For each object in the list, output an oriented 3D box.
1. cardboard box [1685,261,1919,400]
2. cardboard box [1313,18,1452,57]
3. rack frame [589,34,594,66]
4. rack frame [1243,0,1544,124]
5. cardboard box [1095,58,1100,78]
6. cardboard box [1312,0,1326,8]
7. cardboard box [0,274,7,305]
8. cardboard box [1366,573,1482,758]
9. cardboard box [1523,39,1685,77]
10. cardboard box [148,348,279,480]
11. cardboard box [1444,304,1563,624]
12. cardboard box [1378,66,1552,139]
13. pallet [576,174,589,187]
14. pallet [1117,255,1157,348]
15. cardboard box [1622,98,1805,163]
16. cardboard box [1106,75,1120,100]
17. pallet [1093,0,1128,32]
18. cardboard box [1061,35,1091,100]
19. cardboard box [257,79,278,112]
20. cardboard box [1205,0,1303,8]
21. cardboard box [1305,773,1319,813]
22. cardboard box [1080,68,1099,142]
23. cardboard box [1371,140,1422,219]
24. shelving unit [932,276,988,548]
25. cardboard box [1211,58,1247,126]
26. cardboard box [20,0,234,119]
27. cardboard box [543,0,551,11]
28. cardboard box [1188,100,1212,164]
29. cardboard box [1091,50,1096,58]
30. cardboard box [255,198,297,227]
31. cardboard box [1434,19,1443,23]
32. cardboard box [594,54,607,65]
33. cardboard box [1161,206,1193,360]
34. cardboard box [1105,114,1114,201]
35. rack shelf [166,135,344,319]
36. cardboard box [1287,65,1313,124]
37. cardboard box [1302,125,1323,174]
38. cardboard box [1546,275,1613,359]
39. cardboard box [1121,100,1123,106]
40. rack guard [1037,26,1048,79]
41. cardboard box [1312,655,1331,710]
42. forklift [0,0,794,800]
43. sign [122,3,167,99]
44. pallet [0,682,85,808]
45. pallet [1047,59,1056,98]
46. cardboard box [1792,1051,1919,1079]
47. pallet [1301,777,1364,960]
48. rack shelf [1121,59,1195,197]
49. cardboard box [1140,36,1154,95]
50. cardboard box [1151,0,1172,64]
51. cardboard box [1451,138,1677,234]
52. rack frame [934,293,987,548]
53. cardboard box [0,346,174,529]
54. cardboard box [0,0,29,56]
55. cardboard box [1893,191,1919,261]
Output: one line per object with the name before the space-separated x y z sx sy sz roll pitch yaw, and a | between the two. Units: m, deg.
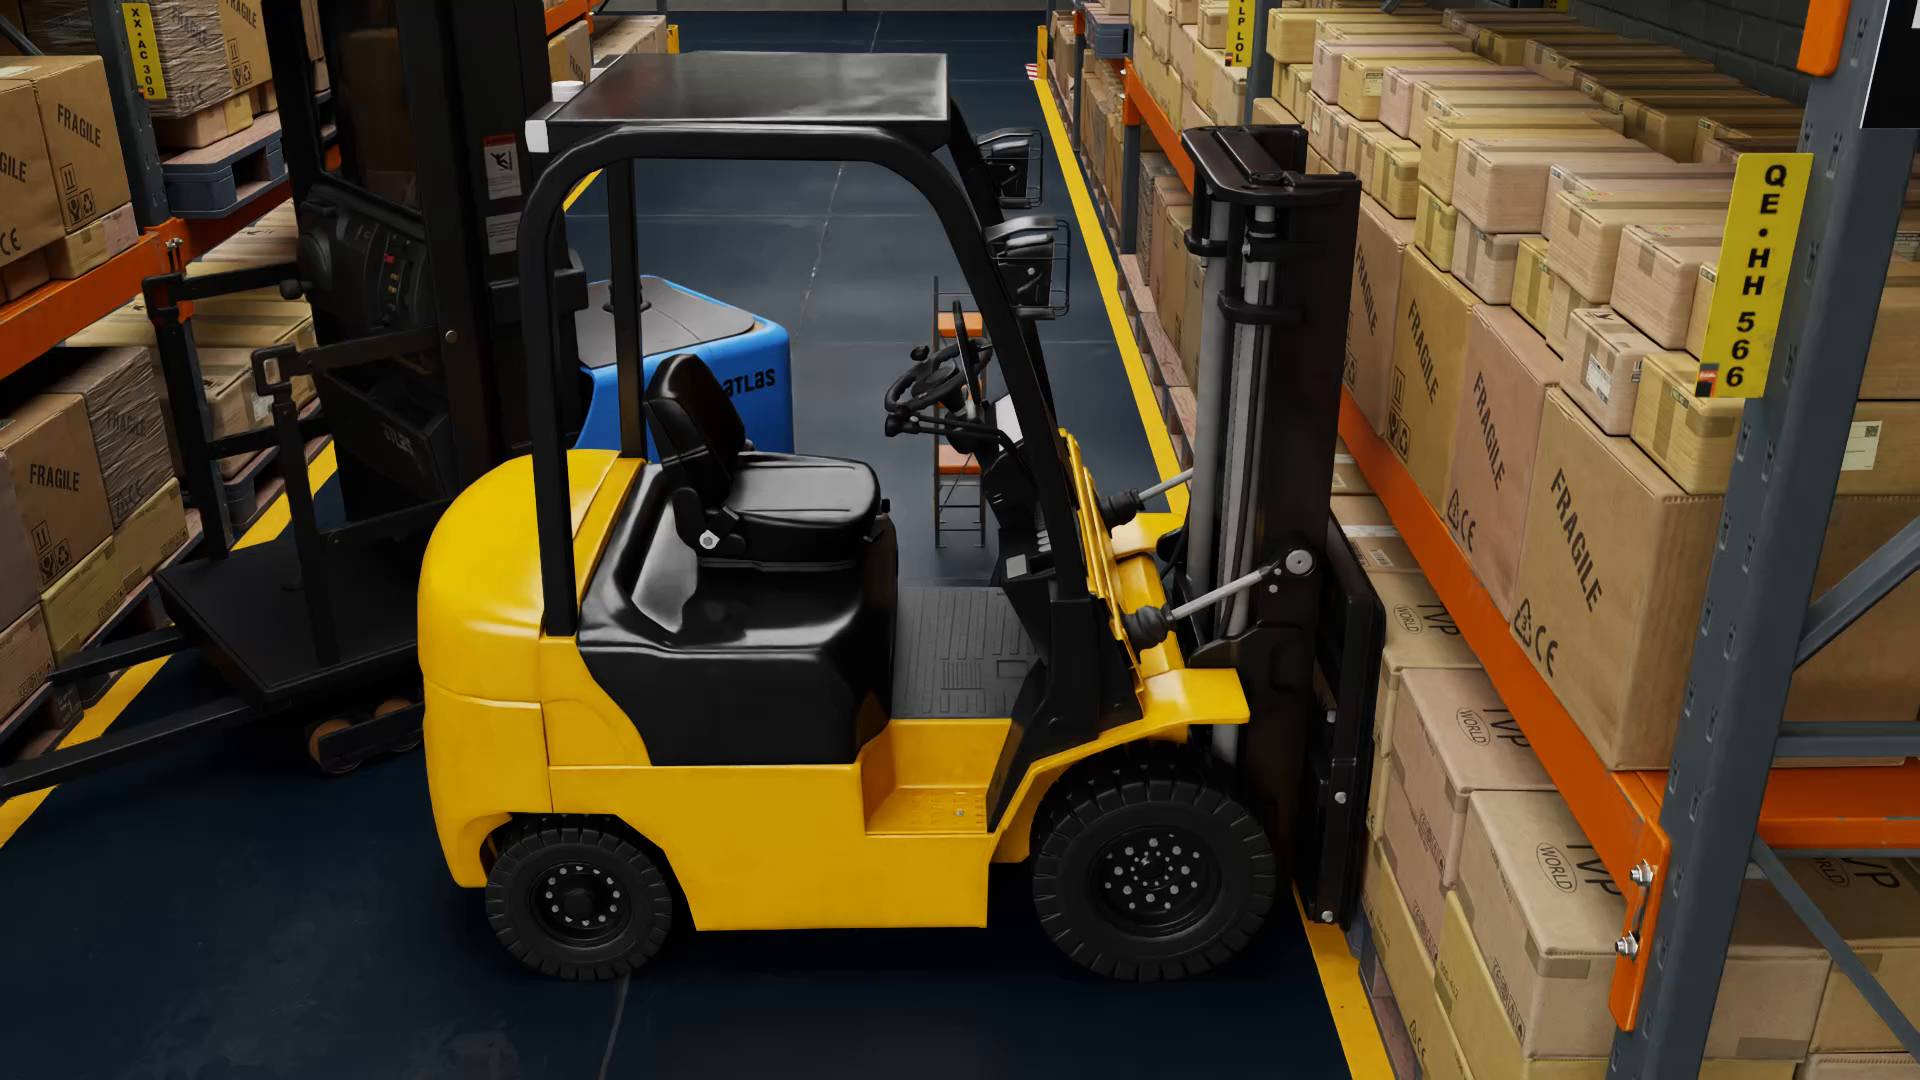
cardboard box | 1.364 -0.325 2.559 0.380 0.149 0.250 0 24 0
cardboard box | 1.353 -1.586 5.348 0.380 0.149 0.250 0 24 0
rack frame | -3.515 -4.622 13.330 1.000 3.000 0.127 0 24 -1
rack frame | 1.536 -1.350 6.094 1.000 3.000 0.127 0 24 -1
cardboard box | 1.266 -3.731 13.097 0.380 0.149 0.250 -1 24 -2
cardboard box | 1.785 -2.362 7.424 0.380 0.149 0.250 0 24 -1
cardboard box | -3.196 -0.767 5.111 0.380 0.149 0.250 -1 24 -1
cardboard box | 1.235 0.298 4.065 0.500 0.250 0.500 0 24 0
cardboard box | 1.884 -1.381 4.893 0.380 0.149 0.250 -1 24 -2
cardboard box | -3.436 -0.536 6.974 0.950 0.372 0.625 0 24 0
cardboard box | 1.315 -0.162 3.348 0.500 0.500 0.500 0 24 1
cardboard box | 1.336 -1.163 4.412 0.380 0.149 0.250 0 24 -1
pallet | -3.431 -3.034 13.203 1.003 0.211 1.213 0 24 -1
pallet | 1.462 -1.388 9.563 1.003 0.211 1.213 0 24 -1
cardboard box | 1.801 -0.955 3.952 0.380 0.149 0.250 0 24 0
cardboard box | 1.263 -3.307 12.159 0.380 0.149 0.250 1 24 1
pallet | 1.466 -3.712 11.550 1.003 0.211 1.213 0 24 -1
cardboard box | 1.298 -4.314 15.173 0.700 0.500 0.500 -1 24 -3
cardboard box | -3.152 -1.957 7.233 0.380 0.149 0.250 0 24 0
cardboard box | 1.263 -2.254 7.185 0.380 0.149 0.250 -1 24 -2
cardboard box | 1.238 0.543 4.737 0.500 0.250 0.500 1 24 1
cardboard box | 1.228 -3.498 13.369 0.500 0.500 0.500 1 24 2
cardboard box | 1.273 -0.921 4.238 0.380 0.149 0.250 -1 24 -2
shelving unit | -0.001 -0.500 6.582 0.215 1.050 0.252 0 24 -1
cardboard box | 1.274 -1.710 6.467 0.500 0.250 0.500 -1 24 -2
cardboard box | -3.146 -1.893 6.303 0.500 0.500 0.500 0 24 1
cardboard box | -3.267 -3.952 12.031 0.500 0.250 0.500 -1 24 -2
cardboard box | 1.257 -1.695 7.040 0.500 0.250 0.500 0 24 -1
cardboard box | 1.237 -3.874 13.051 0.380 0.149 0.250 -1 24 -3
cardboard box | -3.475 -1.735 9.626 0.950 0.372 0.625 -2 24 -4
cardboard box | 1.796 -1.947 6.507 0.380 0.149 0.250 -1 24 -2
cardboard box | -3.415 -3.906 14.345 0.875 0.438 0.875 -1 24 -1
cardboard box | 1.508 -1.304 8.364 0.875 0.625 0.625 -1 24 -3
cardboard box | 1.269 -2.646 11.483 0.500 0.500 0.500 1 24 2
rack shelf | -3.450 -1.822 8.012 1.077 0.370 4.000 0 24 -1
cardboard box | 1.280 -1.452 5.411 0.380 0.149 0.250 0 24 1
cardboard box | 1.302 -0.997 5.192 0.500 0.500 0.500 0 24 0
cardboard box | 1.321 -0.397 3.078 0.380 0.149 0.250 0 24 0
cardboard box | 1.283 -2.878 11.211 0.380 0.149 0.250 0 24 1
rack guard | 1.405 -5.124 17.473 1.175 0.500 0.348 0 24 -1
cardboard box | 1.238 0.308 4.650 0.500 0.250 0.500 0 24 -1
forklift | -2.032 -0.857 5.088 3.031 2.935 1.130 -19 31 -36
sign | -2.885 -1.726 5.876 0.100 0.325 0.005 0 24 -1
pallet | -3.369 0.725 4.890 1.003 0.211 1.213 0 24 -1
pallet | 1.415 -4.664 16.807 1.003 0.211 1.213 0 24 -1
cardboard box | 1.782 0.938 3.257 0.500 0.250 0.500 0 24 0
pallet | 1.519 0.753 4.830 1.003 0.211 1.213 0 24 -1
rack shelf | 1.514 -1.846 8.065 1.077 0.370 4.000 0 24 -1
cardboard box | 1.253 -2.538 8.905 0.500 0.250 0.500 -1 24 -2
cardboard box | 1.244 -2.551 8.327 0.500 0.250 0.500 -1 24 -2
cardboard box | 1.259 -0.744 3.485 0.380 0.149 0.250 0 24 1
rack frame | 0.001 -0.450 6.471 0.200 1.050 0.008 0 24 -1
cardboard box | -3.153 -0.363 5.831 0.500 0.500 0.500 -1 24 -1
cardboard box | -3.662 -1.888 6.292 0.500 0.500 0.500 -1 24 -2
cardboard box | 1.803 -0.534 3.022 0.380 0.149 0.250 0 24 0
